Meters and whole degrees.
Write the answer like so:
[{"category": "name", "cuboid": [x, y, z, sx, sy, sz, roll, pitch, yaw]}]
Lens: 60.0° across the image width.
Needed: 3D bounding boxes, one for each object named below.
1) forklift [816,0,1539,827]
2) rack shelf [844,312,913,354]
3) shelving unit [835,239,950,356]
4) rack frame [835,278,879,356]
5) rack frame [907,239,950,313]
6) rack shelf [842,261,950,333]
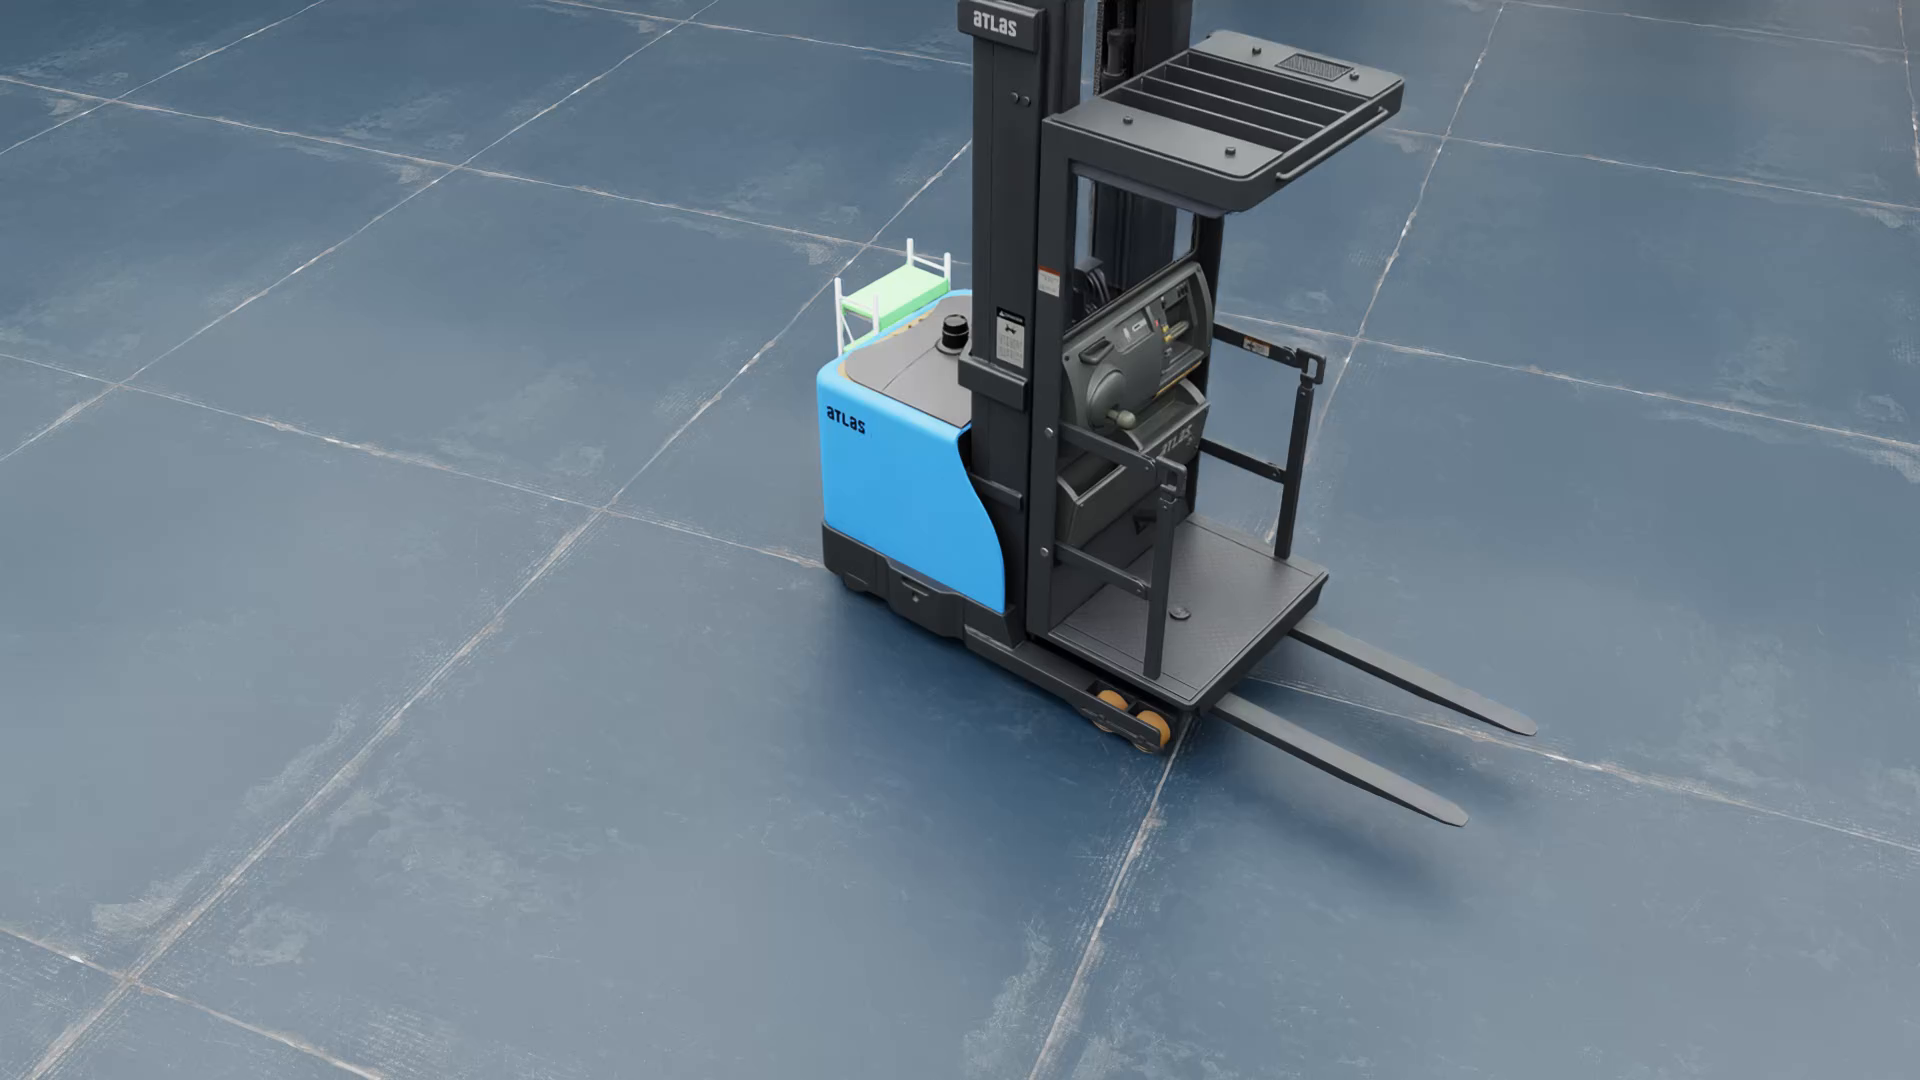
[{"category": "forklift", "cuboid": [0.848, -0.687, 6.221, 3.031, 2.935, 1.130, 26, 44, 30]}, {"category": "rack shelf", "cuboid": [-0.295, -0.873, 7.621, 0.258, 0.148, 0.480, 26, 44, 30]}, {"category": "shelving unit", "cuboid": [-0.295, -0.732, 7.726, 0.258, 1.200, 0.503, 26, 44, 30]}, {"category": "rack frame", "cuboid": [-0.449, -0.618, 7.574, 0.240, 1.200, 0.015, 26, 44, 30]}, {"category": "rack frame", "cuboid": [-0.141, -0.845, 7.878, 0.240, 1.200, 0.015, 26, 44, 30]}, {"category": "rack shelf", "cuboid": [-0.296, -1.066, 7.478, 0.258, 0.148, 0.480, 26, 44, 30]}]
